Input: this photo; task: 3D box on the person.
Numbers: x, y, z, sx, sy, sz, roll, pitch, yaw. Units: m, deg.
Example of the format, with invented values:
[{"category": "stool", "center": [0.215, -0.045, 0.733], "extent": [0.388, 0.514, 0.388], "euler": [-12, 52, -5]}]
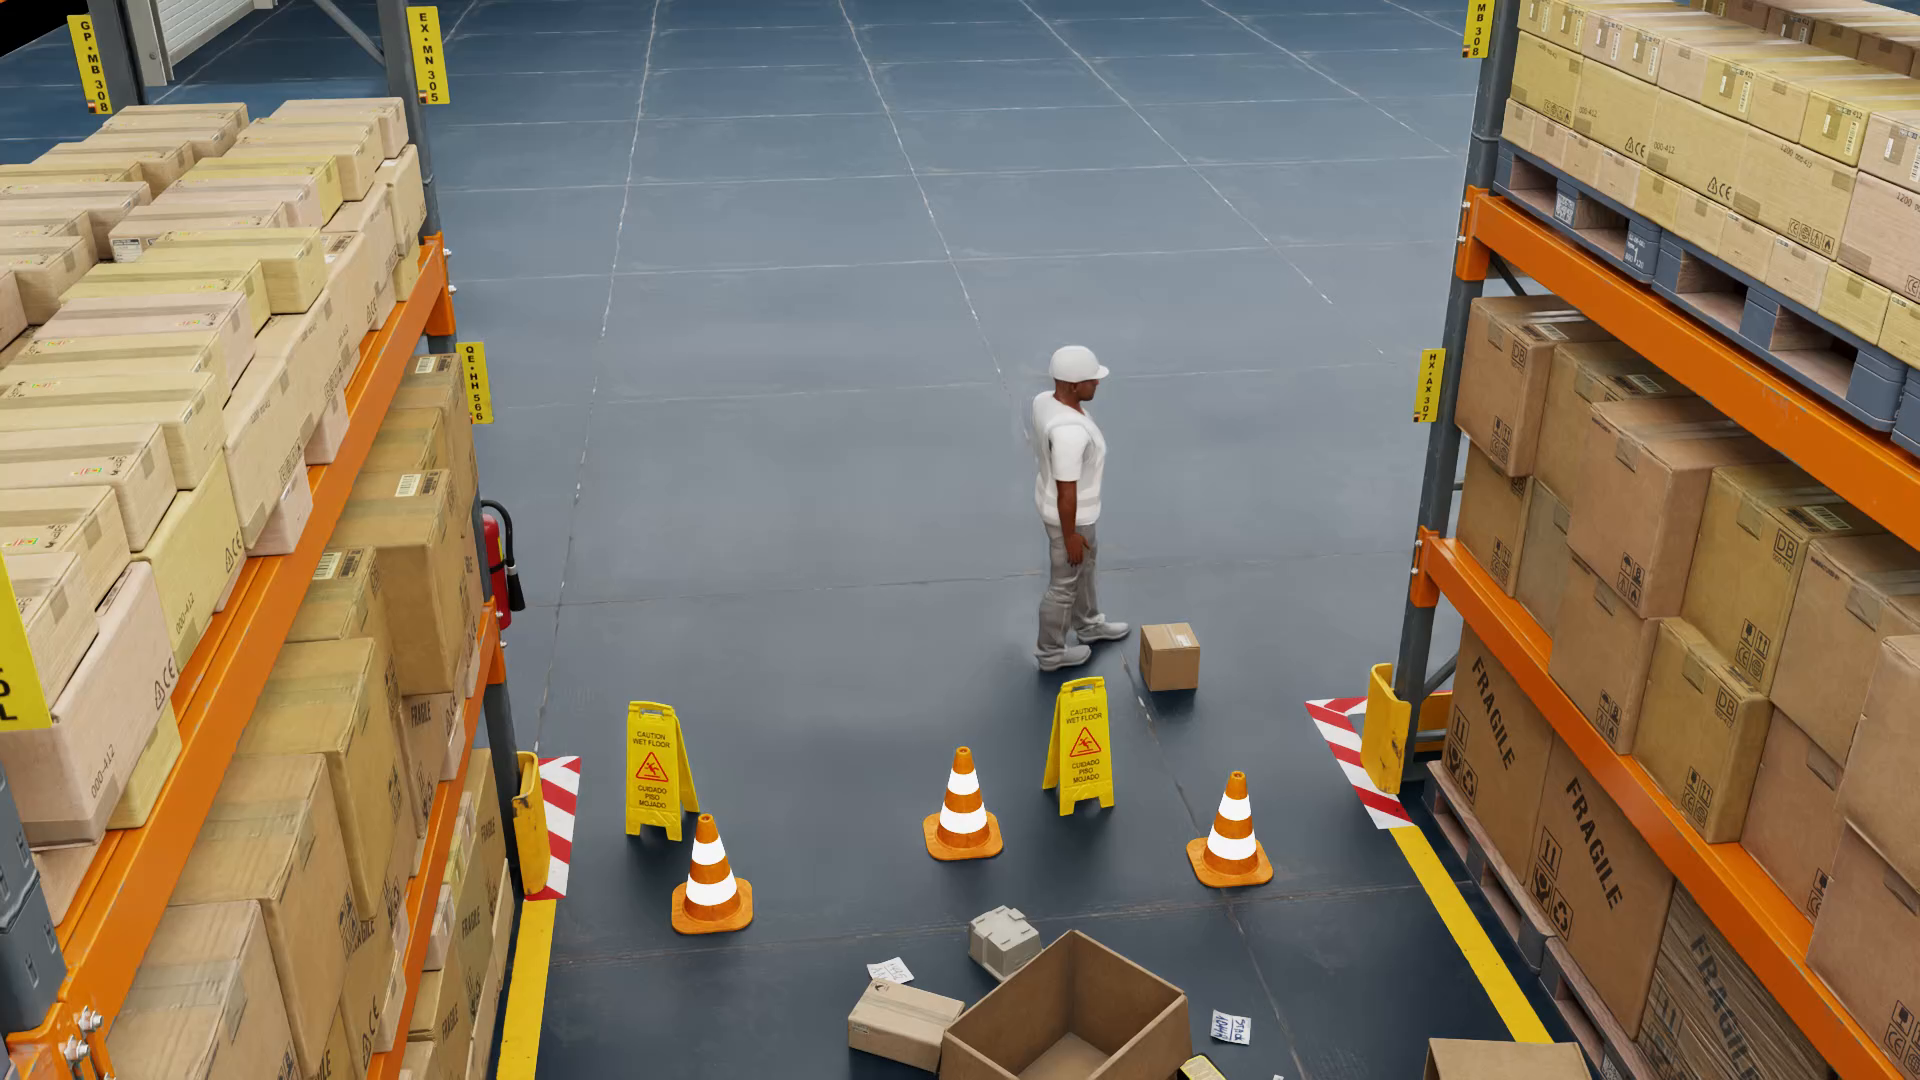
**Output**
[{"category": "person", "center": [0.664, -0.153, 8.378], "extent": [0.585, 1.768, 0.596], "euler": [-4, 27, -7]}]
